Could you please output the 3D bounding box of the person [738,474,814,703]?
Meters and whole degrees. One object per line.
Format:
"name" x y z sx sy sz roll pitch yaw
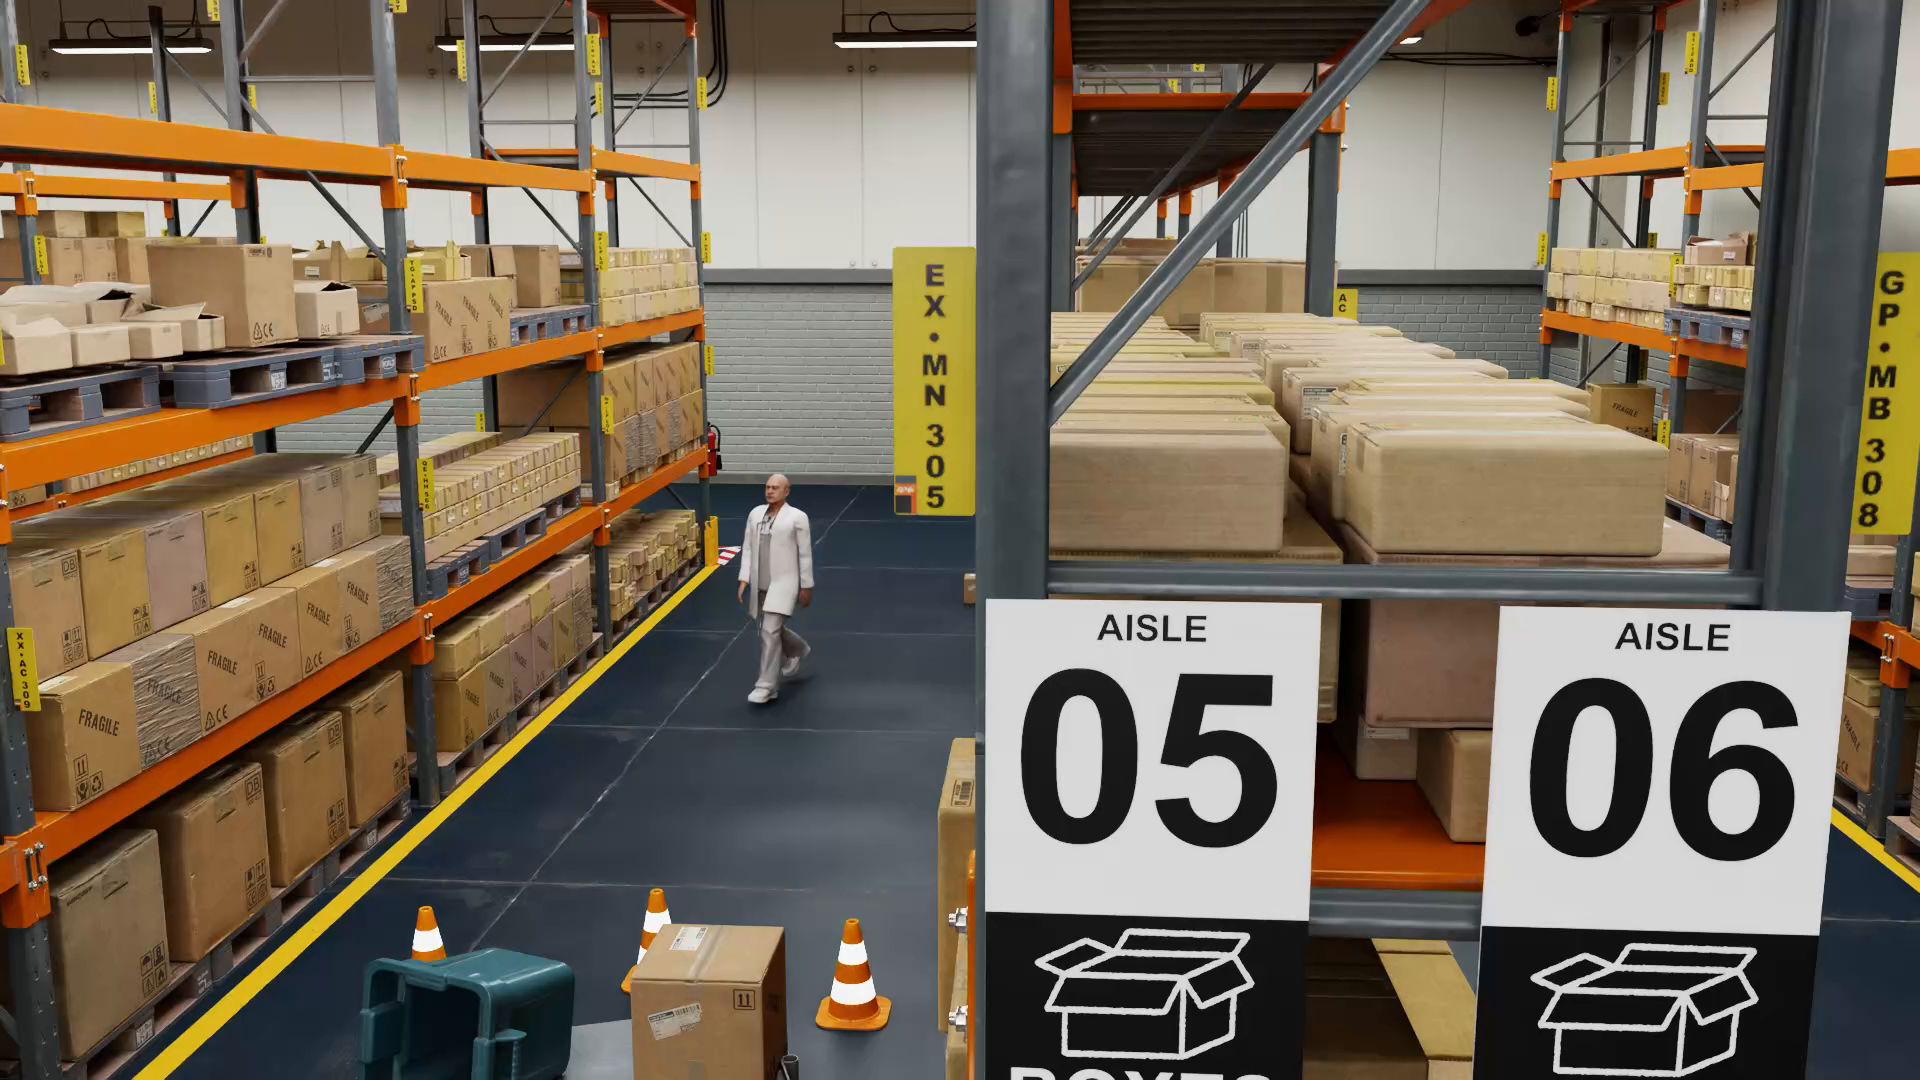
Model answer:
"person" -1.447 0.341 13.106 0.580 1.739 1.017 6 12 28
